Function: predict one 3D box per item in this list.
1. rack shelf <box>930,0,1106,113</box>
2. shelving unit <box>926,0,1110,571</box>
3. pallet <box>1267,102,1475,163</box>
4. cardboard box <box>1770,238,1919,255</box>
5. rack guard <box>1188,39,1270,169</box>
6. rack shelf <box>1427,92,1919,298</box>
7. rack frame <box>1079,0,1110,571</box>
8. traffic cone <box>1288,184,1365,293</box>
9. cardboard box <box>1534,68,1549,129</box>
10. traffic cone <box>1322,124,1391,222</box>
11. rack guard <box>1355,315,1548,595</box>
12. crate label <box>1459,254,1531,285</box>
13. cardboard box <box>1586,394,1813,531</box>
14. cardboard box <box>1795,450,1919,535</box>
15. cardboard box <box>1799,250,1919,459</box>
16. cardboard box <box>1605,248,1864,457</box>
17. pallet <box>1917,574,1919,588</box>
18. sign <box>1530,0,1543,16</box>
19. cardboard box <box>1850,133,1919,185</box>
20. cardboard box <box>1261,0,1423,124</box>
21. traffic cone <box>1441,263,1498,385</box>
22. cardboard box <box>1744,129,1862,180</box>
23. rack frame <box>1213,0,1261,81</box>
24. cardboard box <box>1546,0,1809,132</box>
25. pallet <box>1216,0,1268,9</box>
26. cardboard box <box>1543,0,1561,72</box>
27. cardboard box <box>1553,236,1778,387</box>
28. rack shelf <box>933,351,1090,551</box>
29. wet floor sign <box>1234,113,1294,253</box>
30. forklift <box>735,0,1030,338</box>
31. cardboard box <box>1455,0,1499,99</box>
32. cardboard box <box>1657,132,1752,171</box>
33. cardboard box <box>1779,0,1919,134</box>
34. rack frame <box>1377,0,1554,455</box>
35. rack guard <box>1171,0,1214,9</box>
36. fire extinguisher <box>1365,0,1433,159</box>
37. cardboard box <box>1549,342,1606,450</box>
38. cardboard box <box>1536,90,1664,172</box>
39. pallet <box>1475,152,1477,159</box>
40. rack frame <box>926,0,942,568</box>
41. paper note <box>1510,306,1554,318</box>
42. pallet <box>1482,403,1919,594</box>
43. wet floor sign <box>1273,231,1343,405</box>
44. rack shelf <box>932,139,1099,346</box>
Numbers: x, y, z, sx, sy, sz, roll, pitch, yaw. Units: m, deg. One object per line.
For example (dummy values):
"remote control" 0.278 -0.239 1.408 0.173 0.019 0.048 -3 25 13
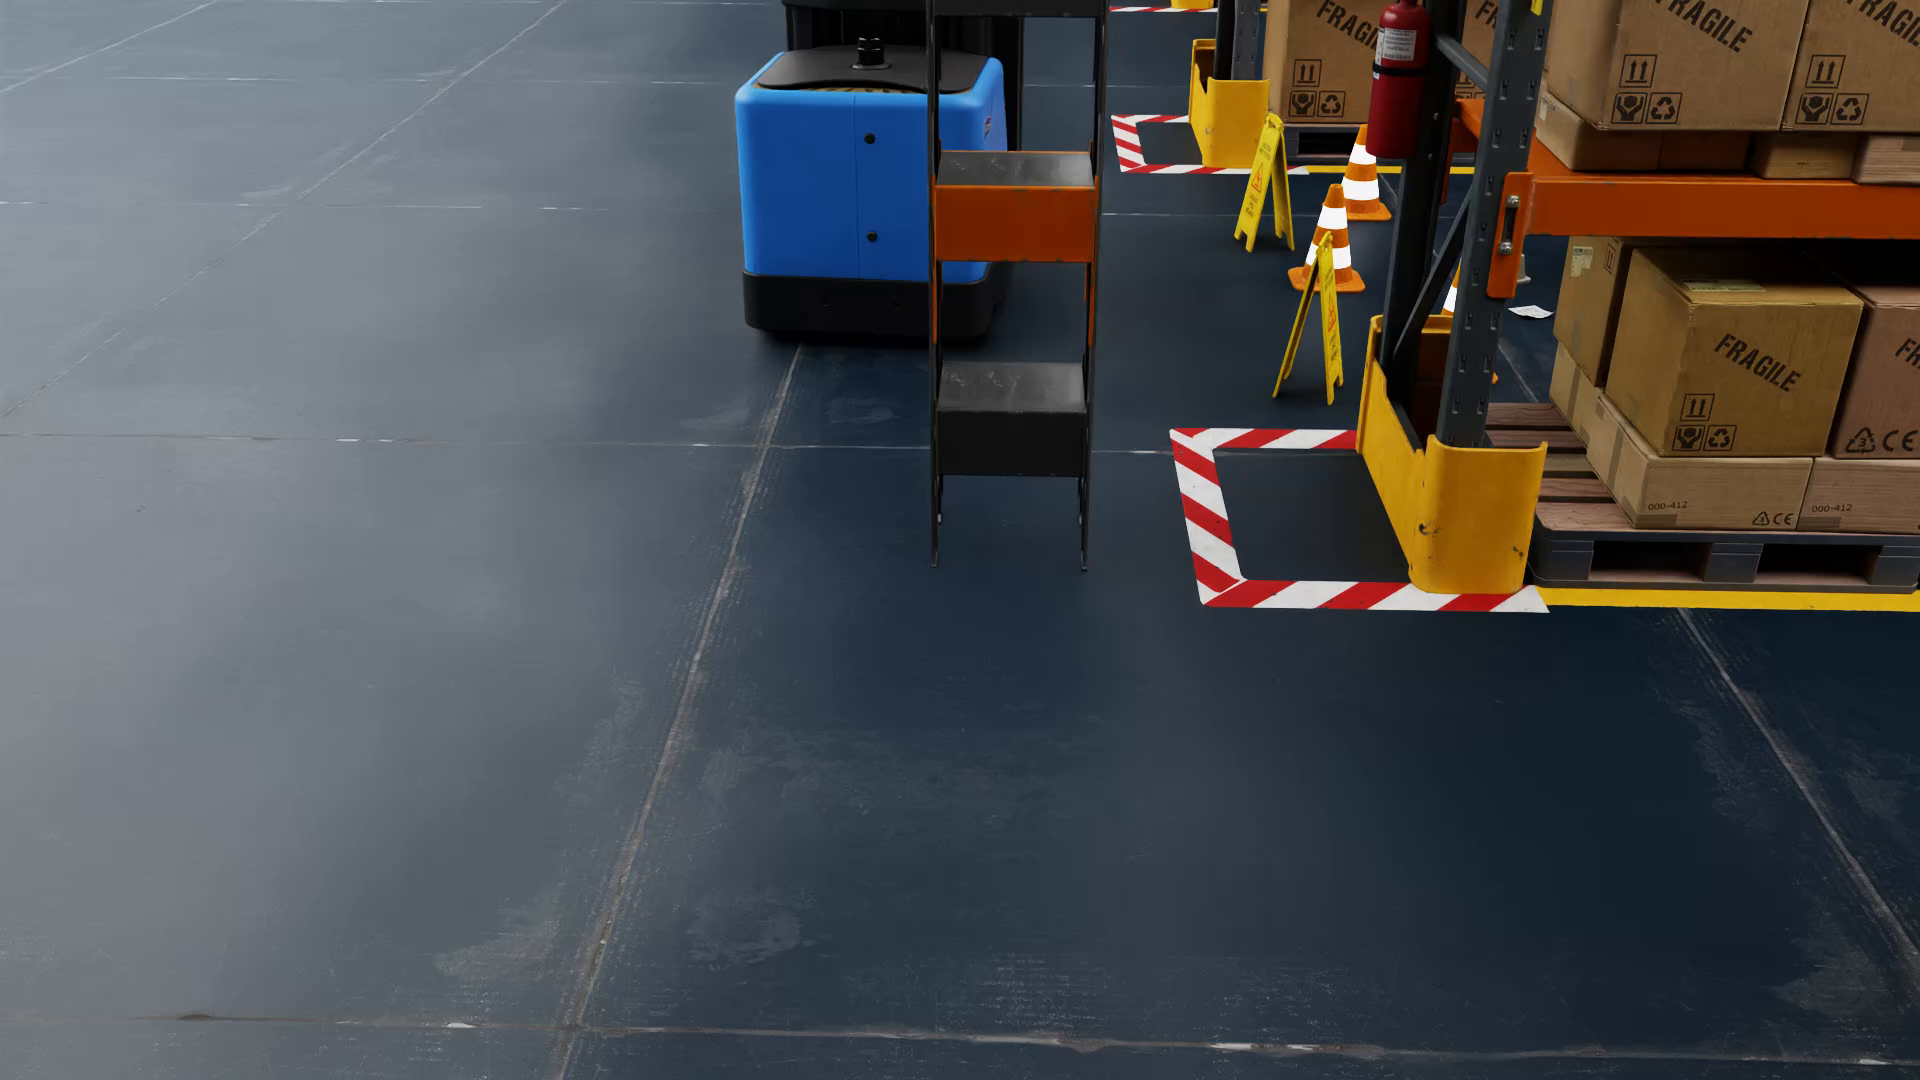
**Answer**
"rack shelf" 0.165 -1.531 4.749 0.480 0.518 0.431 1 28 2
"shelving unit" 0.165 -0.925 5.071 0.503 2.100 0.431 1 28 2
"pallet" 2.434 -2.539 10.131 1.213 0.211 1.003 1 28 2
"cardboard box" 2.890 -0.833 5.622 0.500 0.500 0.500 2 28 4
"rack guard" 1.608 -2.643 10.020 0.348 0.500 1.175 1 28 2
"rack shelf" 3.557 -1.078 5.166 4.000 0.370 1.077 1 28 2
"rack frame" 0.409 -0.921 5.063 0.015 2.100 0.400 1 28 2
"traffic cone" 1.733 -1.430 7.771 0.334 0.463 0.336 1 28 2
"cardboard box" 1.940 -1.412 5.296 0.250 0.149 0.380 2 28 4
"traffic cone" 2.113 -1.953 8.758 0.334 0.463 0.336 1 28 2
"rack guard" 1.634 -0.323 5.643 0.348 0.500 1.175 1 28 2
"crate label" 2.521 -1.302 7.877 0.298 0.136 0.250 -14 31 -24
"cardboard box" 2.355 -0.257 5.337 0.500 0.250 0.500 1 28 1
"cardboard box" 2.865 -0.245 5.314 0.500 0.250 0.500 2 28 4
"cardboard box" 2.901 -0.581 5.148 0.500 0.500 0.500 0 28 0
"cardboard box" 2.379 -0.588 5.161 0.500 0.500 0.500 0 28 0
"pallet" 3.661 -0.144 5.614 1.213 0.211 1.003 1 28 2
"sign" 1.539 -1.557 4.378 0.005 0.325 0.100 1 28 2
"cardboard box" 2.658 -1.150 4.802 0.250 0.149 0.380 1 28 3
"cardboard box" 2.312 -3.014 9.871 0.875 0.875 0.875 1 28 2
"traffic cone" 2.034 -0.905 6.780 0.334 0.463 0.336 1 28 2
"cardboard box" 2.406 -1.175 4.850 0.250 0.149 0.380 0 28 0
"rack frame" 1.632 -3.747 9.434 0.127 3.000 1.000 1 28 2
"cardboard box" 2.022 -1.467 4.707 0.500 0.500 0.500 1 28 1
"pallet" 2.795 -4.804 14.405 1.213 0.211 1.003 1 28 2
"cardboard box" 2.111 -1.724 5.194 0.500 0.500 0.500 0 28 1
"cardboard box" 2.368 -0.840 5.636 0.500 0.500 0.500 1 28 2
"rack shelf" 0.165 -0.294 5.405 0.480 0.518 0.431 1 28 2
"wet floor sign" 1.533 -1.781 8.238 0.232 0.644 0.267 -4 28 -7
"forklift" -0.229 -2.810 7.739 1.130 2.935 3.031 3 28 6
"cardboard box" 3.192 -3.000 9.845 0.875 0.875 0.875 1 28 1
"cardboard box" 2.143 -1.218 4.931 0.250 0.149 0.380 1 28 3
"cardboard box" 2.540 -1.460 4.694 0.500 0.500 0.500 2 28 3
"rack frame" 1.558 -1.429 5.060 0.127 3.000 1.000 1 28 2
"rack guard" 1.984 -4.962 14.394 0.348 0.500 1.175 1 28 2
"fire extinguisher" 1.460 -1.612 5.489 0.183 0.674 0.296 1 28 2
"cardboard box" 2.400 -0.512 5.818 0.500 0.250 0.500 1 28 2
"cardboard box" 1.891 -1.215 4.926 0.250 0.149 0.380 1 28 2
"pallet" 3.650 -2.517 10.091 1.213 0.211 1.003 1 28 2
"rack frame" -0.078 -0.929 5.078 0.015 2.100 0.400 1 28 2
"paper note" 2.573 -1.033 7.484 0.142 0.019 0.148 -9 29 -16
"pallet" 2.445 -0.166 5.654 1.213 0.211 1.003 1 28 2
"wet floor sign" 1.406 -0.893 6.562 0.232 0.644 0.267 11 30 19
"rack shelf" 0.165 -0.913 5.077 0.480 0.518 0.431 1 28 2
